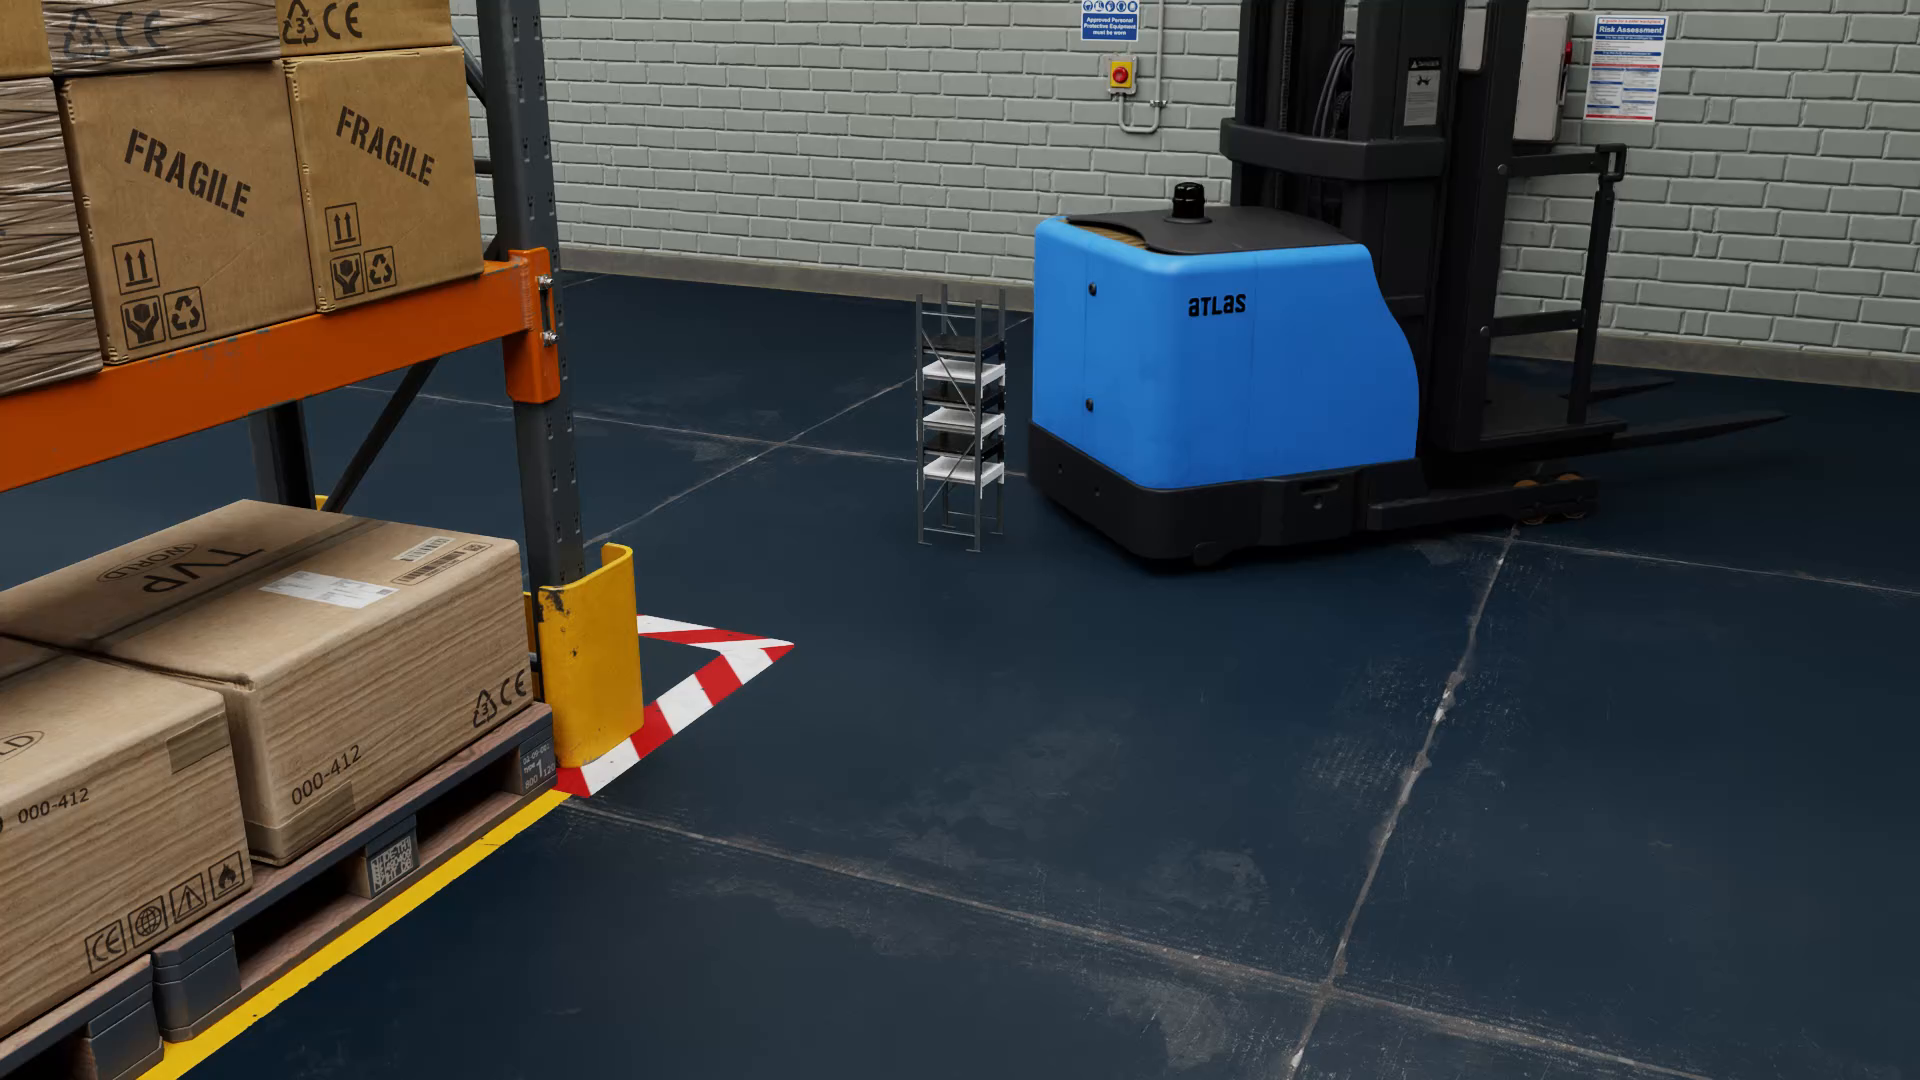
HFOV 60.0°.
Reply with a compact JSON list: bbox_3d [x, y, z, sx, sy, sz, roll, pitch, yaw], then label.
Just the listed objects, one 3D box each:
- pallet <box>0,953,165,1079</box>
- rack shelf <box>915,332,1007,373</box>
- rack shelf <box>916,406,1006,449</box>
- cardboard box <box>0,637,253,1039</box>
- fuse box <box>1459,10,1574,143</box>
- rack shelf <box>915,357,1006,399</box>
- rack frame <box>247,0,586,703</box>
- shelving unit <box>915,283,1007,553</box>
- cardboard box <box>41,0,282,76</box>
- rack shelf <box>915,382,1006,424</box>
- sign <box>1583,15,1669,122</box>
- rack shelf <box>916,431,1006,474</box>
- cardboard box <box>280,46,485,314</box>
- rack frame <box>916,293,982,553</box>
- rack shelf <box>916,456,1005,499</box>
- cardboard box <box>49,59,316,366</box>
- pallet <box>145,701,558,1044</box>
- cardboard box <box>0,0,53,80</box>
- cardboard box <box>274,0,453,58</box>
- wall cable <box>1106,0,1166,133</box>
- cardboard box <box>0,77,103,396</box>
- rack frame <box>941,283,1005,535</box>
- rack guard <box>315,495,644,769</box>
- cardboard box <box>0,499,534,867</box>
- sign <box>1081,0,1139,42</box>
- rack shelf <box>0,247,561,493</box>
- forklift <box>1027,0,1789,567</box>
[{"bbox_3d":[-2.214,1.001,2.840,1.003,0.211,1.213,9,21,23],"label":"pallet"},{"bbox_3d":[0.003,-0.649,5.746,0.258,0.077,0.200,9,21,23],"label":"rack shelf"},{"bbox_3d":[0.003,-0.395,5.836,0.258,0.077,0.200,9,21,23],"label":"rack shelf"},{"bbox_3d":[-2.003,0.566,3.098,0.875,0.438,0.875,9,22,24],"label":"cardboard box"},{"bbox_3d":[2.688,-1.727,8.271,0.539,1.711,0.414,9,21,23],"label":"fuse box"},{"bbox_3d":[0.003,-0.565,5.776,0.258,0.077,0.200,9,21,23],"label":"rack shelf"},{"bbox_3d":[-1.457,-0.940,4.135,1.000,3.000,0.127,9,21,23],"label":"rack frame"},{"bbox_3d":[0.003,-0.426,5.825,0.258,0.900,0.210,9,21,23],"label":"shelving unit"},{"bbox_3d":[-1.624,-1.114,2.984,0.500,0.500,0.500,9,21,23],"label":"cardboard box"},{"bbox_3d":[0.003,-0.480,5.806,0.258,0.077,0.200,9,21,23],"label":"rack shelf"},{"bbox_3d":[3.223,-2.285,8.058,0.329,0.494,0.001,9,21,23],"label":"sign"},{"bbox_3d":[0.003,-0.310,5.866,0.258,0.077,0.200,9,21,23],"label":"rack shelf"},{"bbox_3d":[-1.413,-0.803,3.601,0.500,0.500,0.500,9,21,23],"label":"cardboard box"},{"bbox_3d":[-0.038,-0.395,5.738,0.240,0.900,0.006,9,21,23],"label":"rack frame"},{"bbox_3d":[0.003,-0.225,5.896,0.258,0.077,0.200,9,21,23],"label":"rack shelf"},{"bbox_3d":[-1.632,-0.652,3.176,0.500,0.500,0.500,8,21,22],"label":"cardboard box"},{"bbox_3d":[-1.713,0.629,3.885,1.003,0.211,1.213,9,21,23],"label":"pallet"},{"bbox_3d":[-1.829,-0.963,2.560,0.500,0.500,0.500,8,21,22],"label":"cardboard box"},{"bbox_3d":[-1.437,-1.278,3.444,0.500,0.500,0.500,9,22,24],"label":"cardboard box"},{"bbox_3d":[0.831,-3.160,8.815,0.585,1.953,0.123,9,21,23],"label":"wall cable"},{"bbox_3d":[-1.834,-0.493,2.730,0.500,0.500,0.500,9,22,24],"label":"cardboard box"},{"bbox_3d":[0.045,-0.458,5.912,0.240,0.900,0.006,9,21,23],"label":"rack frame"},{"bbox_3d":[-1.447,0.231,4.574,1.175,0.500,0.348,9,21,23],"label":"rack guard"},{"bbox_3d":[-1.636,0.285,3.888,0.875,0.438,0.875,8,21,21],"label":"cardboard box"},{"bbox_3d":[0.812,-2.819,9.017,0.327,0.218,0.001,9,21,23],"label":"sign"},{"bbox_3d":[-2.276,0.011,2.536,1.077,0.370,4.000,9,21,23],"label":"rack shelf"},{"bbox_3d":[1.828,-1.590,6.065,3.031,2.935,1.130,-8,21,-21],"label":"forklift"}]
